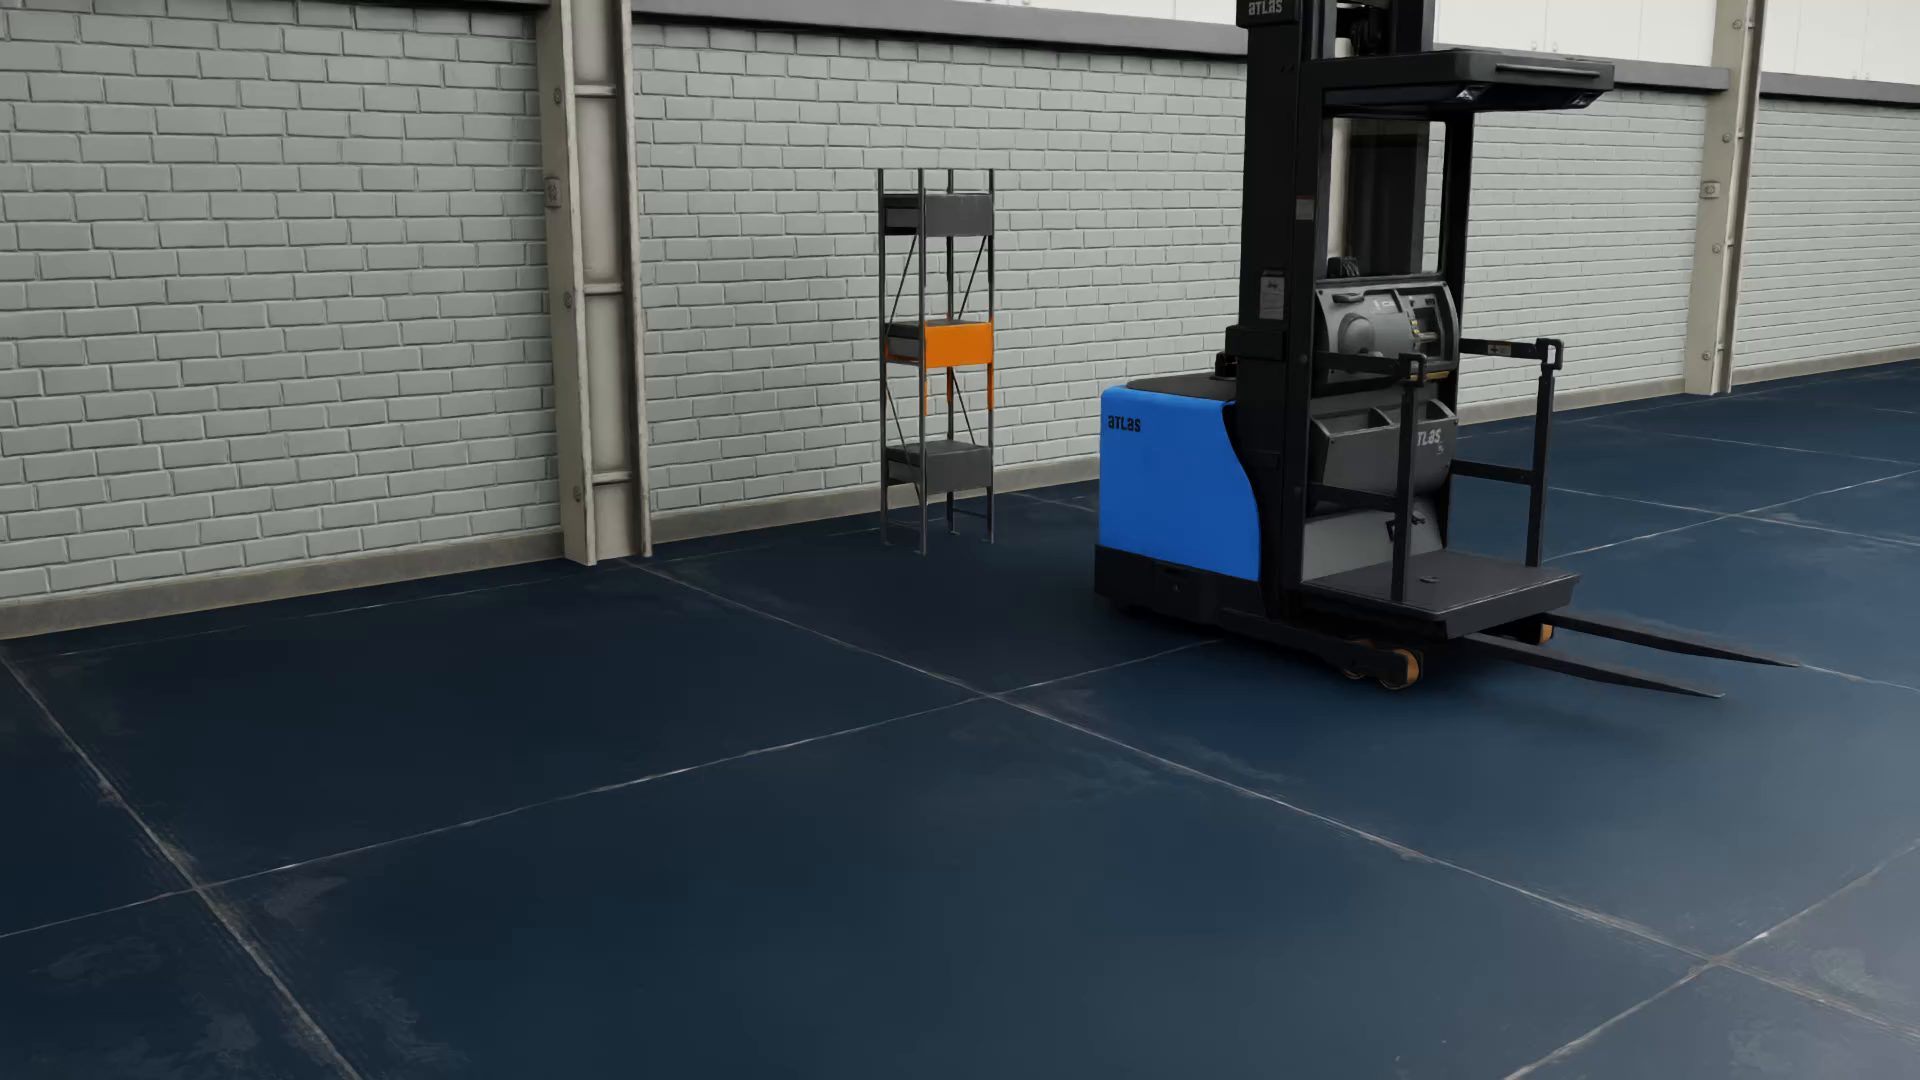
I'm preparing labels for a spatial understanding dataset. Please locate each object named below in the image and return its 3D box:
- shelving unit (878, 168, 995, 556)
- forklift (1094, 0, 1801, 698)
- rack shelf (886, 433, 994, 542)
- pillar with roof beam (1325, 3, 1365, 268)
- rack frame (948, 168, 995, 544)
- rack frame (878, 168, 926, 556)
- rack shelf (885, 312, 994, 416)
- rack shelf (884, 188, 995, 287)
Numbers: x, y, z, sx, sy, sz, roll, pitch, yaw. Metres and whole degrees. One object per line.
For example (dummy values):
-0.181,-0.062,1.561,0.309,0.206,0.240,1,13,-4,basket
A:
-0.129,-1.006,9.309,0.503,2.100,0.431,-9,15,-38,shelving unit
1.984,-0.942,7.008,1.130,2.935,3.031,-10,15,-39,forklift
-0.129,-0.308,9.458,0.480,0.518,0.431,-9,15,-38,rack shelf
5.423,-4.393,8.654,0.400,9.000,9.100,-9,15,-38,pillar with roof beam
0.061,-1.037,9.459,0.015,2.100,0.400,-9,15,-38,rack frame
-0.320,-0.974,9.160,0.015,2.100,0.400,-9,15,-38,rack frame
-0.129,-0.992,9.312,0.480,0.518,0.431,-9,15,-38,rack shelf
-0.129,-1.677,9.167,0.480,0.518,0.431,-9,15,-38,rack shelf
